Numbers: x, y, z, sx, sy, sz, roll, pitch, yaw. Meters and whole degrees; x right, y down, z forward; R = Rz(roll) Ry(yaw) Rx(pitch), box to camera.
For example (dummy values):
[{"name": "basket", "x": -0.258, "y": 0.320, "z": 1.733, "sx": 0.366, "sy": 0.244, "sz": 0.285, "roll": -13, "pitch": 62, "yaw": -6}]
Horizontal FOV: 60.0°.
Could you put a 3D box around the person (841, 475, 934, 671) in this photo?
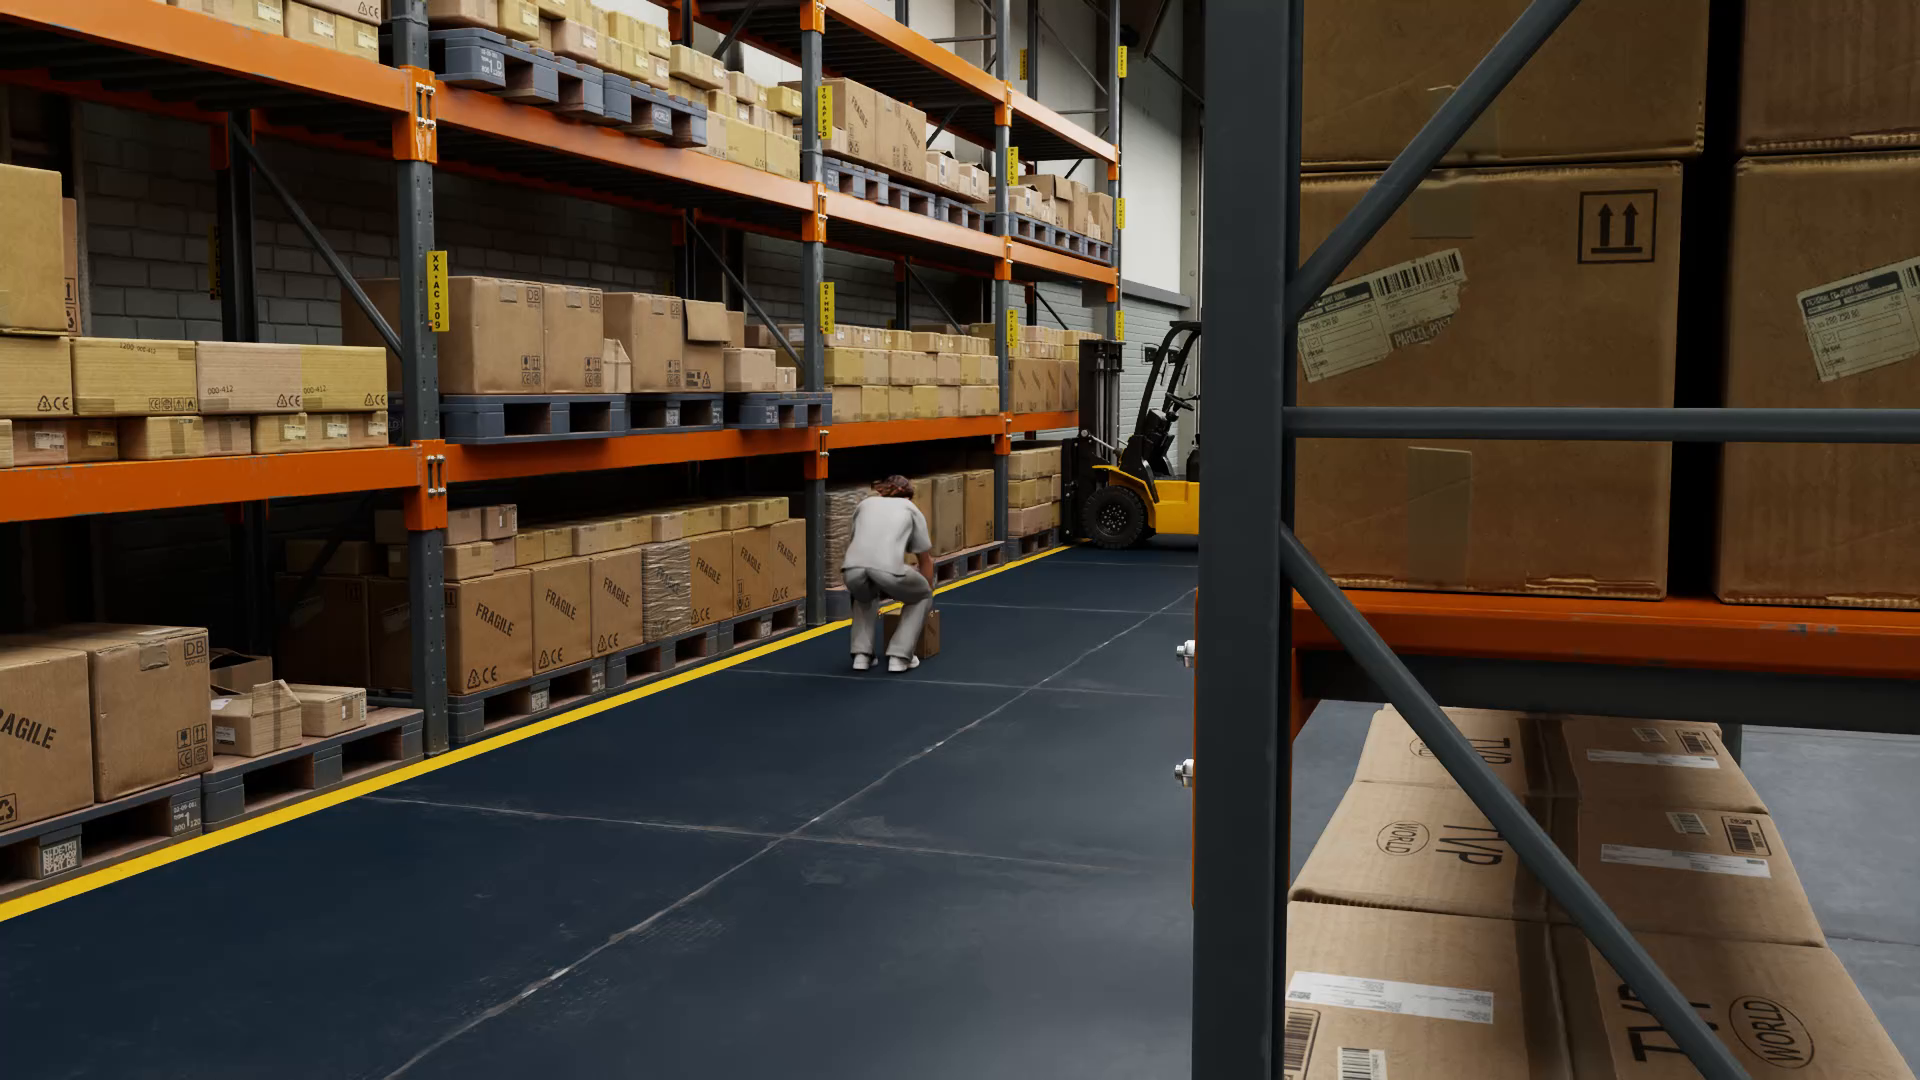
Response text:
[{"name": "person", "x": -0.420, "y": 0.177, "z": 9.214, "sx": 0.493, "sy": 1.048, "sz": 0.771, "roll": 2, "pitch": 6, "yaw": 18}]
